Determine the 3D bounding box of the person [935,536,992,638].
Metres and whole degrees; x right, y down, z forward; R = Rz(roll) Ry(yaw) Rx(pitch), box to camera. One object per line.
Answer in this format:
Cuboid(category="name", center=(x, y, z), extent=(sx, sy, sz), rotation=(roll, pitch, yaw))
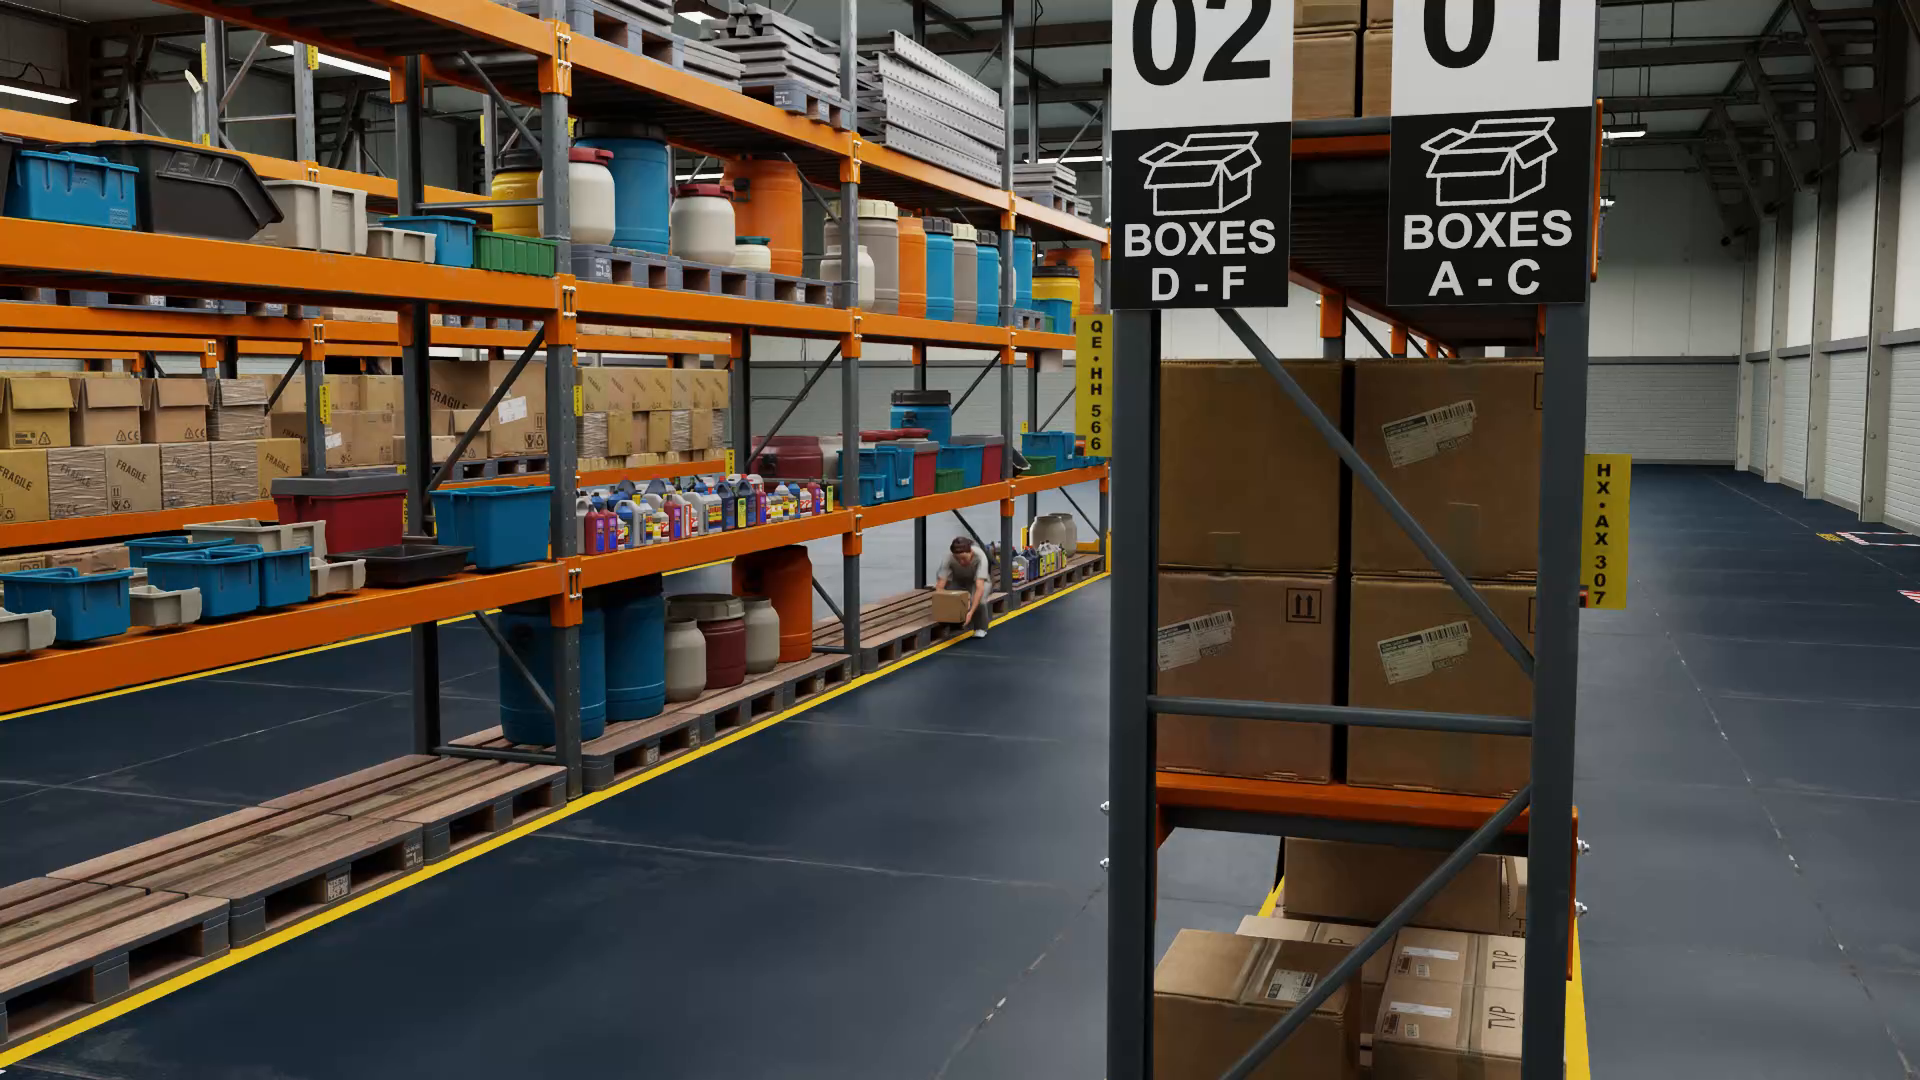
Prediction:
Cuboid(category="person", center=(0.054, 0.409, 14.814), extent=(0.479, 0.939, 0.799), rotation=(2, 6, 18))
